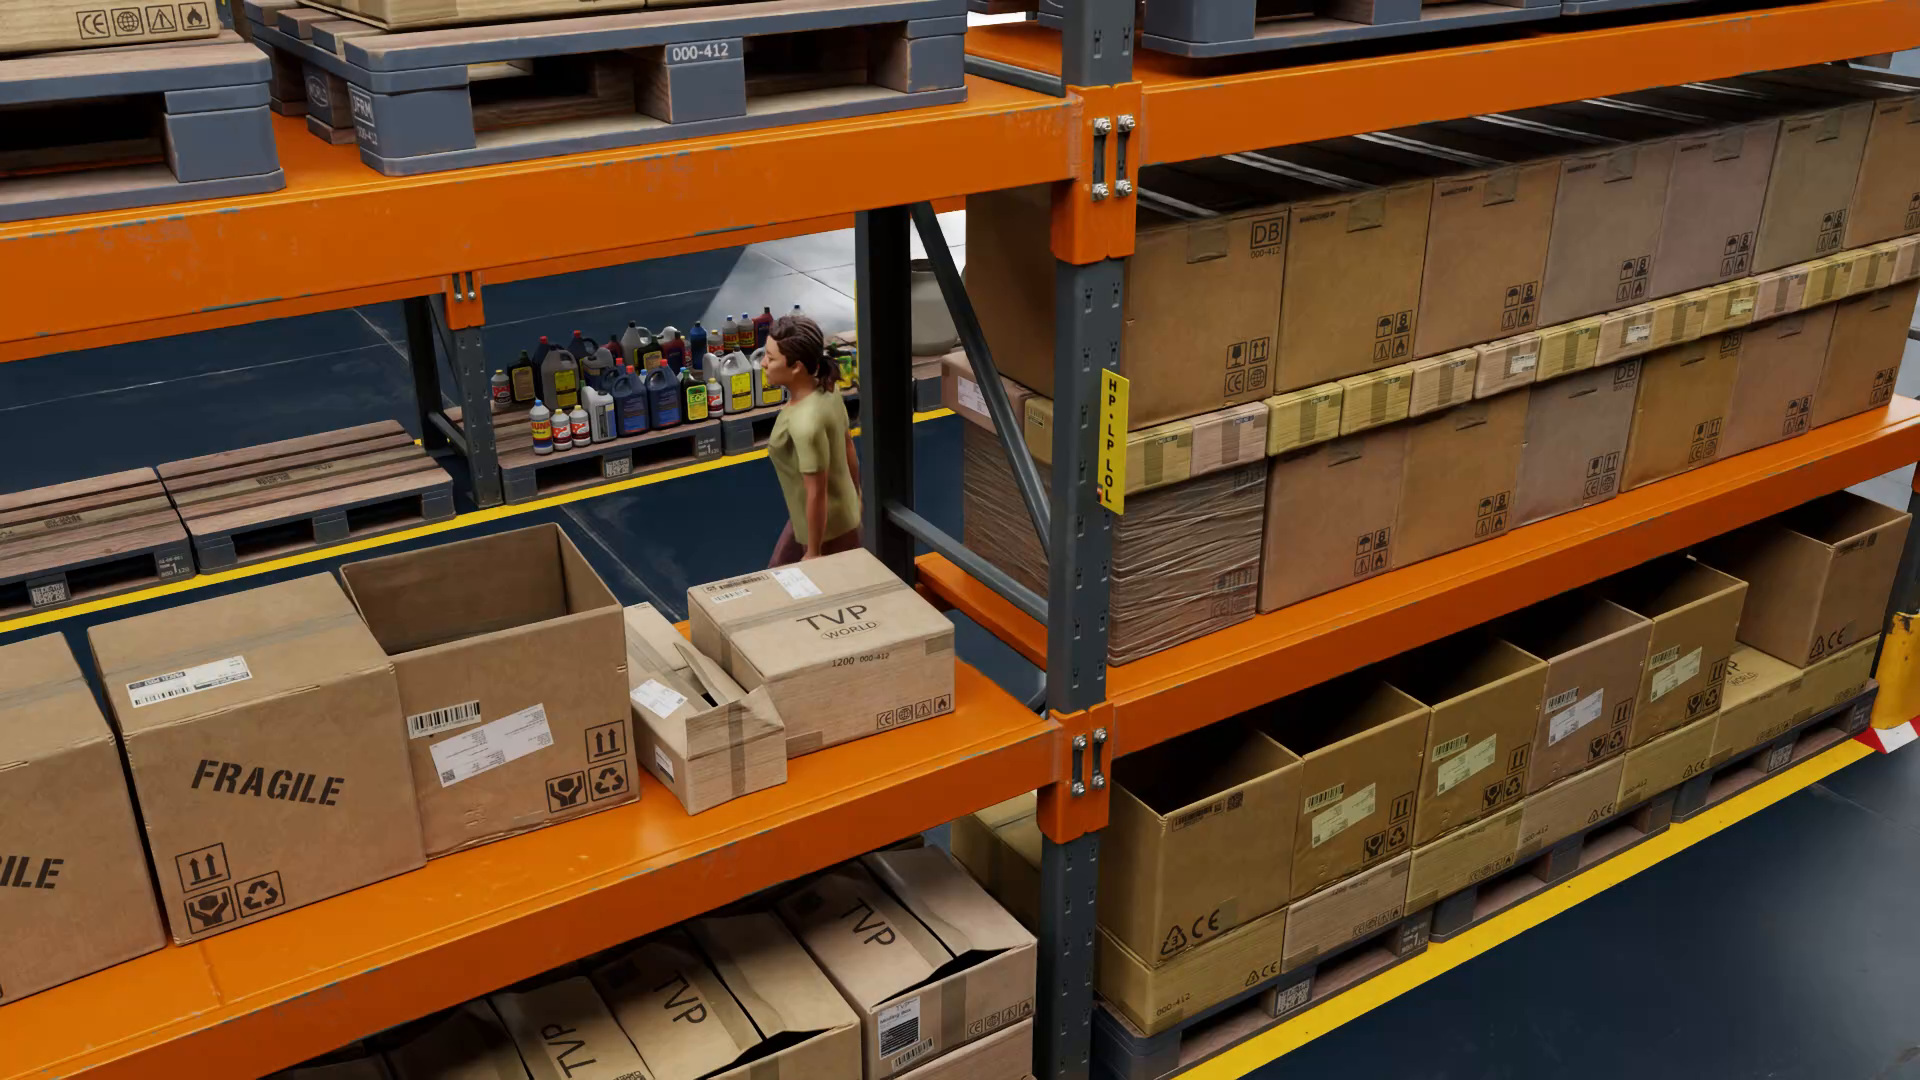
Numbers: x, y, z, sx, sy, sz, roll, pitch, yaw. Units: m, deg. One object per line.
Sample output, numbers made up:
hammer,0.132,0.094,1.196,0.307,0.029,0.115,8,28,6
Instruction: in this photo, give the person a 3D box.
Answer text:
person,-0.500,-0.034,6.146,0.509,1.651,0.476,-1,25,-1
